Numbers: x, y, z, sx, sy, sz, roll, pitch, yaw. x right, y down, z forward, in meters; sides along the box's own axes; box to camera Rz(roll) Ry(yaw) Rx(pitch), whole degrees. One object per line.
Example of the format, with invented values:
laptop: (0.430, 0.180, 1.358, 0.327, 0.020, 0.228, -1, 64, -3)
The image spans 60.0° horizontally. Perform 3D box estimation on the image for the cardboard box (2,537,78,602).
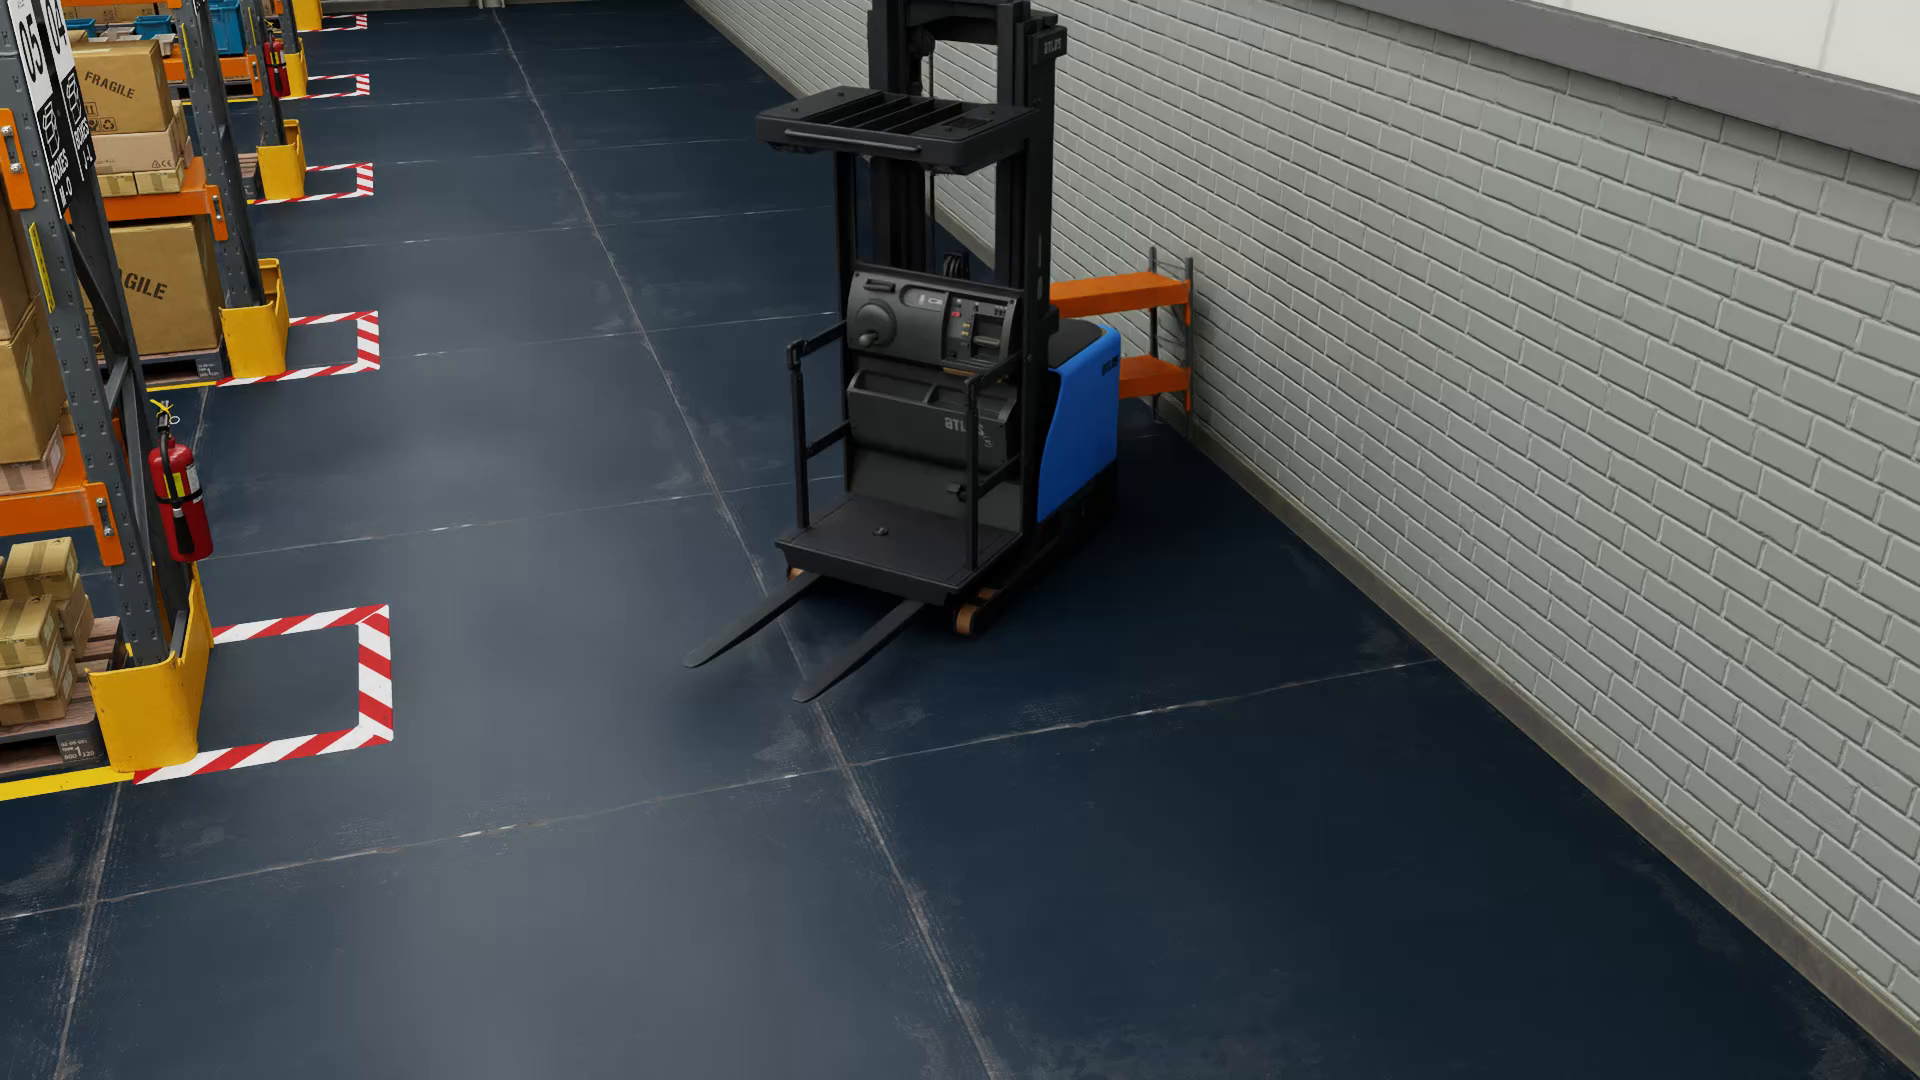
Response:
cardboard box: (-4.227, 0.146, 7.648, 0.250, 0.149, 0.380, -10, 28, -18)

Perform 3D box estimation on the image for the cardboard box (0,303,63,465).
cardboard box: (-3.971, -0.612, 6.663, 0.500, 0.500, 0.500, -8, 27, -15)

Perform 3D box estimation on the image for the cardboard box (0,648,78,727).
cardboard box: (-4.059, 0.644, 7.312, 0.250, 0.149, 0.380, -8, 27, -15)

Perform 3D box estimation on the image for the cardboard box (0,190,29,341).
cardboard box: (-3.981, -1.063, 6.446, 0.500, 0.500, 0.500, -9, 28, -17)

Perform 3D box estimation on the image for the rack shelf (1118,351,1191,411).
rack shelf: (0.862, -0.923, 10.306, 1.000, 0.278, 0.538, -10, 20, -20)

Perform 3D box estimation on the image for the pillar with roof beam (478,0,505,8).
pillar with roof beam: (-6.032, -10.603, 20.489, 0.400, 9.000, 9.100, -8, 28, -16)

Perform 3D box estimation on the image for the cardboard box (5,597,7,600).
cardboard box: (-4.479, 0.328, 7.615, 0.250, 0.149, 0.380, -8, 28, -16)

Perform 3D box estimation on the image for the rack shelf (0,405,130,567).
rack shelf: (-5.525, -0.007, 6.701, 4.000, 0.370, 1.077, -8, 28, -16)

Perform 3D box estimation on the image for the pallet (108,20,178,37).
pallet: (-11.559, -7.440, 24.000, 1.213, 0.211, 1.003, -8, 28, -16)

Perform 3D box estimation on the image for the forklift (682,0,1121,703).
forklift: (-0.248, -1.059, 8.088, 1.130, 2.935, 3.031, 14, 30, 26)

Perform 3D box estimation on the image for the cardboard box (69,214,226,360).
cardboard box: (-5.647, -1.831, 11.481, 0.875, 0.875, 0.875, -8, 28, -16)

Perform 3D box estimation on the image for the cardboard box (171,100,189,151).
cardboard box: (-5.603, -2.830, 11.412, 0.500, 0.250, 0.500, -9, 28, -17)

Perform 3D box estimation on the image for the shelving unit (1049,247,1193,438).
shelving unit: (0.850, -1.153, 10.226, 1.048, 1.125, 0.538, -10, 20, -20)

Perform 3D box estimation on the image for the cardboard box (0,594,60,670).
cardboard box: (-4.048, 0.397, 7.141, 0.250, 0.149, 0.380, -8, 27, -16)

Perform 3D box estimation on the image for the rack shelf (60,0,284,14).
rack shelf: (-10.029, -6.307, 19.391, 4.000, 0.370, 1.077, -8, 28, -16)

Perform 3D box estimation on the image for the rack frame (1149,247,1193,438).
rack frame: (1.321, -1.237, 10.399, 0.032, 1.125, 0.500, -10, 20, -20)

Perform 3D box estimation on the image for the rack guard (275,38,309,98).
rack guard: (-8.199, -5.775, 20.320, 0.348, 0.500, 1.175, -8, 28, -16)

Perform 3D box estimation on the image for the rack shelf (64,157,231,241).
rack shelf: (-6.965, -2.118, 10.953, 4.000, 0.370, 1.077, -8, 28, -16)

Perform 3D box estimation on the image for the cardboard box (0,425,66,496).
cardboard box: (-3.846, -0.328, 6.820, 0.250, 0.149, 0.380, -8, 28, -16)

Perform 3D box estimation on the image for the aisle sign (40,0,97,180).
aisle sign: (-3.647, -1.906, 6.793, 0.004, 0.787, 0.394, -8, 28, -16)

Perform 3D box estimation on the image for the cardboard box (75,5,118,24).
cardboard box: (-12.247, -7.644, 23.613, 0.500, 0.500, 0.700, -9, 28, -17)

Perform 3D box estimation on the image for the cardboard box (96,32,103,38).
cardboard box: (-10.146, -5.694, 19.659, 0.637, 0.503, 0.797, -8, 28, -16)

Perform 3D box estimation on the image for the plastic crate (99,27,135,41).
plastic crate: (-7.909, -4.722, 15.616, 0.298, 0.136, 0.250, -8, 28, -16)

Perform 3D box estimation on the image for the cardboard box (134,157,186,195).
cardboard box: (-5.300, -2.415, 11.024, 0.250, 0.149, 0.380, -8, 27, -15)

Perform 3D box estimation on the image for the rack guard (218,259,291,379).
rack guard: (-5.040, -1.600, 11.910, 0.348, 0.500, 1.175, -8, 28, -16)

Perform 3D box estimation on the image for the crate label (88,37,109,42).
crate label: (-7.853, -4.448, 15.065, 0.243, 0.136, 0.396, -8, 28, -16)

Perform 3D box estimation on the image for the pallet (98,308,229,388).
pallet: (-5.799, -1.324, 11.679, 1.213, 0.211, 1.003, -8, 28, -16)

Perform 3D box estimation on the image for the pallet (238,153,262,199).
pallet: (-7.393, -3.464, 15.990, 1.213, 0.211, 1.003, -8, 28, -16)

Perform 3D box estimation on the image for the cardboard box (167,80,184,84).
cardboard box: (-9.481, -5.573, 19.701, 0.500, 0.250, 0.500, -8, 28, -16)

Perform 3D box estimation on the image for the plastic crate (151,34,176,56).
plastic crate: (-7.316, -4.530, 15.231, 0.243, 0.136, 0.396, -8, 28, -16)

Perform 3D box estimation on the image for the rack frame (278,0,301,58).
rack frame: (-8.127, -6.905, 19.786, 0.127, 3.000, 1.000, -8, 28, -16)

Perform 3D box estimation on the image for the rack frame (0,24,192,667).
rack frame: (-3.623, -0.605, 7.095, 0.127, 3.000, 1.000, -8, 28, -16)

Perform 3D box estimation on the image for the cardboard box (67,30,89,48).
cardboard box: (-6.078, -3.097, 11.106, 0.500, 0.500, 0.500, -9, 28, -17)

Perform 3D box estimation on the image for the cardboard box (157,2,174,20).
cardboard box: (-11.253, -7.790, 23.908, 0.500, 0.500, 0.700, -9, 28, -18)

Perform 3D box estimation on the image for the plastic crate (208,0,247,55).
plastic crate: (-6.857, -4.728, 15.293, 0.499, 0.435, 0.616, -8, 28, -16)

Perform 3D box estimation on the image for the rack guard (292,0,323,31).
rack guard: (-9.642, -7.883, 24.566, 0.348, 0.500, 1.175, -8, 28, -16)

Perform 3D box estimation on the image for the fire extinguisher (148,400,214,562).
fire extinguisher: (-3.241, -0.243, 6.872, 0.183, 0.674, 0.296, -8, 28, -16)

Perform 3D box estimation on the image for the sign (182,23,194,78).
sign: (-4.908, -3.109, 10.572, 0.005, 0.325, 0.100, -8, 28, -16)
